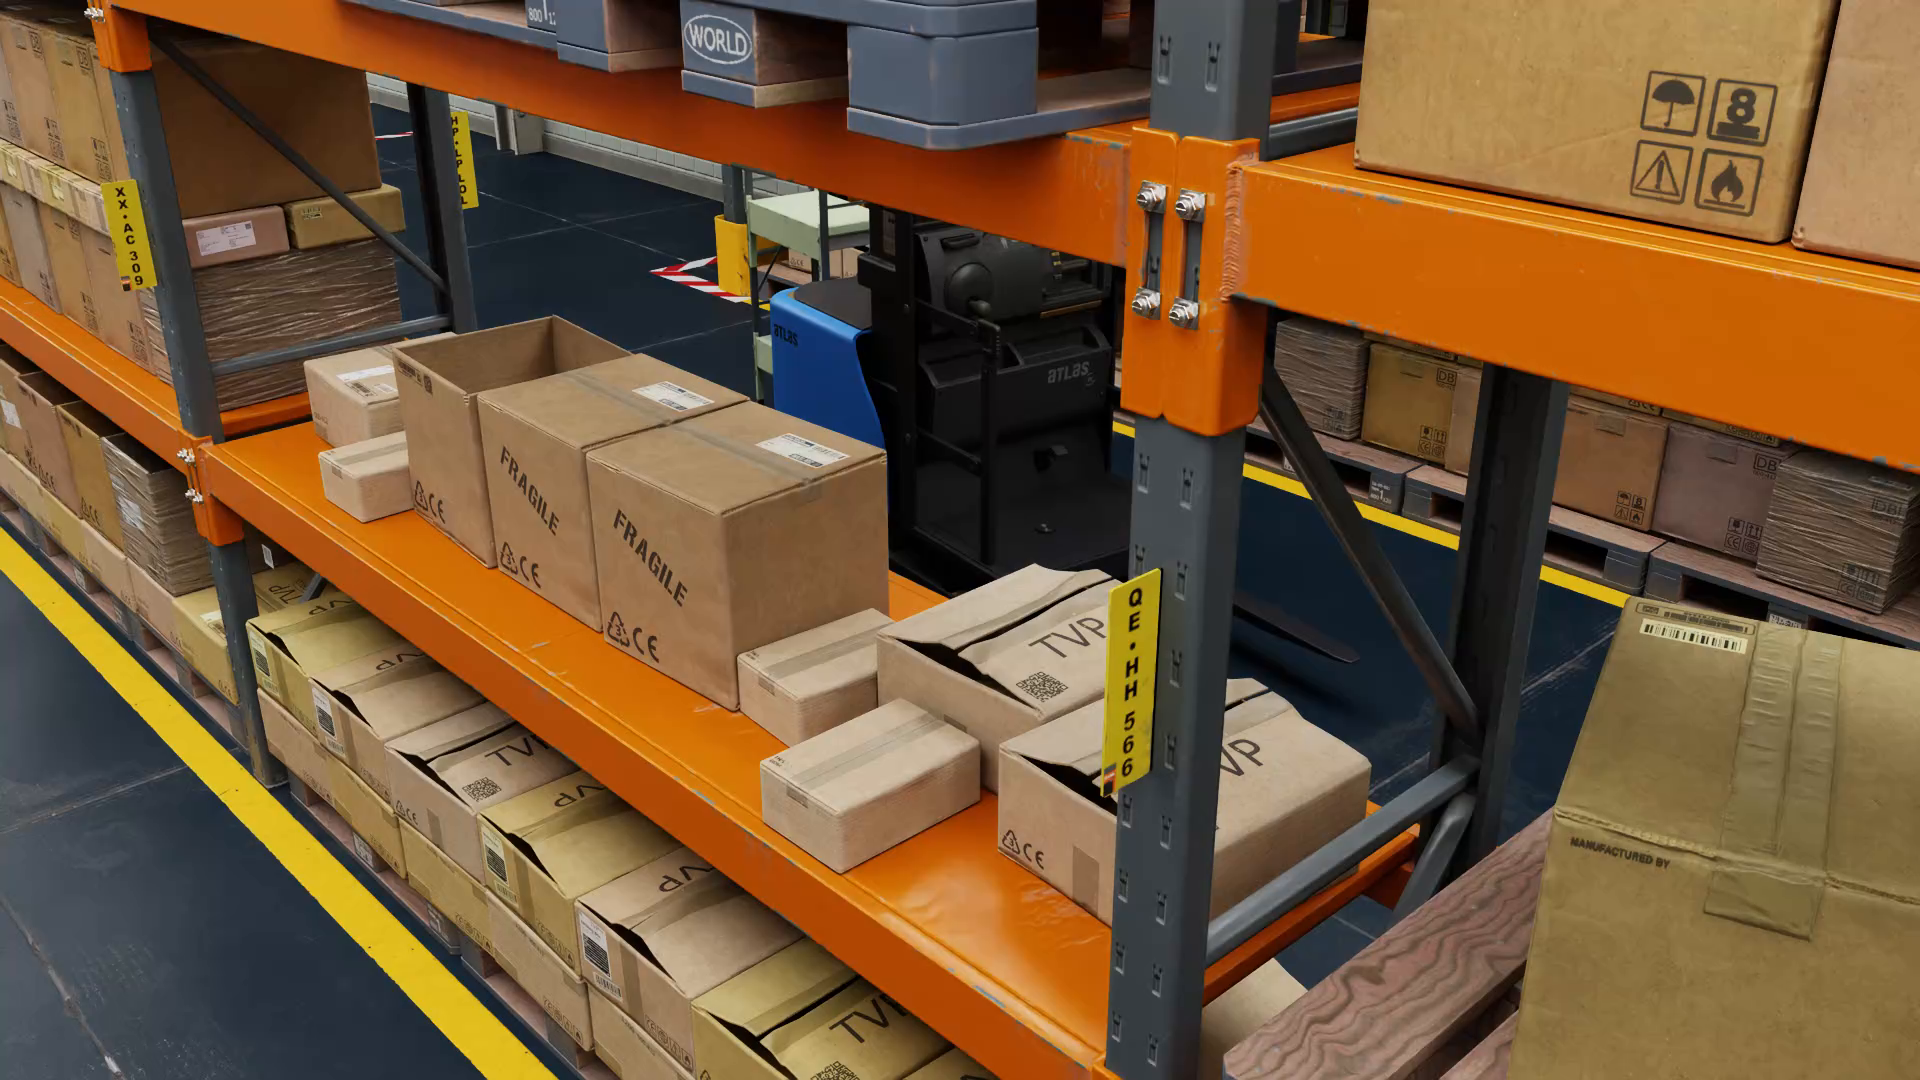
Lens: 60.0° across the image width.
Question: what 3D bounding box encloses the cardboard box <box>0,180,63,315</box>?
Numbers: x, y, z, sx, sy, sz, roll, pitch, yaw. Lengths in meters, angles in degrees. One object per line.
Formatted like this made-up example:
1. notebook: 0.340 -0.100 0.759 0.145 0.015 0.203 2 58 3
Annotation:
1. cardboard box: -3.460 -1.287 6.837 0.700 0.500 0.500 -20 31 -37

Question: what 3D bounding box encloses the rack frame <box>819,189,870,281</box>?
1. rack frame: -0.490 -1.010 8.158 0.400 1.500 0.023 -16 29 -32

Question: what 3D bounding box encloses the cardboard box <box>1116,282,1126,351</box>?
1. cardboard box: 0.779 -1.415 9.720 0.500 0.500 0.500 21 32 38

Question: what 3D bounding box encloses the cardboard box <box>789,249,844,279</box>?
1. cardboard box: -0.809 -2.003 11.236 0.500 0.311 0.500 19 31 36

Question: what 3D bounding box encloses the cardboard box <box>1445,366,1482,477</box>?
1. cardboard box: 2.742 -0.586 7.901 0.700 0.500 0.500 -21 32 -38

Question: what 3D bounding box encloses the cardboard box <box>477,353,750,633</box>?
1. cardboard box: -0.880 -0.140 4.322 0.500 0.500 0.500 -21 32 -38

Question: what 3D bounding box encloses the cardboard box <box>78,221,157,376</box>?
1. cardboard box: -2.769 -0.979 6.162 0.700 0.500 0.500 -22 32 -39

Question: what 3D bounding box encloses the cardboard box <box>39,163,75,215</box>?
1. cardboard box: -3.132 -1.314 6.114 0.380 0.149 0.250 -21 32 -39

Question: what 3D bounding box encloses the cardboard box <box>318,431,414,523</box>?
1. cardboard box: -1.639 -0.202 4.882 0.380 0.149 0.250 -21 32 -38

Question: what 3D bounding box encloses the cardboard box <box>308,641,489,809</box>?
1. cardboard box: -1.657 0.511 5.148 0.500 0.311 0.500 -22 32 -39

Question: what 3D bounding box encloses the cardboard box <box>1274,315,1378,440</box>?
1. cardboard box: 2.033 -0.894 8.577 0.700 0.500 0.500 -20 31 -37

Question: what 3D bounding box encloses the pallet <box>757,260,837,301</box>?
1. pallet: -0.635 -1.713 11.252 1.003 0.211 1.213 -21 32 -38

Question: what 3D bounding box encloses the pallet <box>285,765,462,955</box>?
1. pallet: -1.563 0.838 5.659 1.003 0.211 1.213 -21 32 -38

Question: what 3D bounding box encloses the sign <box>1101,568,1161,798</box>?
1. sign: 0.236 0.201 2.301 0.100 0.325 0.005 -21 32 -38

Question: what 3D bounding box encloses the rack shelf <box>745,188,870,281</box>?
1. rack shelf: -0.700 -1.490 8.268 0.431 0.370 0.720 -16 29 -32

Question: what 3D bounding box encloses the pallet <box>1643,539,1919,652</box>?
1. pallet: 3.719 0.194 7.071 1.003 0.211 1.213 -21 32 -38

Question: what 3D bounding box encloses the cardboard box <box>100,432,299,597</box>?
1. cardboard box: -2.905 -0.158 6.385 0.500 0.500 0.500 -21 32 -38

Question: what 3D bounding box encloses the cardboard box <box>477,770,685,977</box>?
1. cardboard box: -0.943 0.823 4.463 0.500 0.311 0.500 -20 31 -37

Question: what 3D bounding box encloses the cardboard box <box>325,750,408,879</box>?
1. cardboard box: -1.652 0.765 5.267 0.500 0.250 0.500 -20 31 -37

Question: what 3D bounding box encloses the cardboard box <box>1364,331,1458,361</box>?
1. cardboard box: 2.337 -1.103 8.131 0.500 0.250 0.500 -22 33 -39

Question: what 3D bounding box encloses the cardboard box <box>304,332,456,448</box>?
1. cardboard box: -1.727 -0.438 5.277 0.500 0.250 0.500 -19 31 -35

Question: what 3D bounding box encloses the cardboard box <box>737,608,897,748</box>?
1. cardboard box: -0.274 0.313 3.753 0.380 0.149 0.250 -18 30 -35

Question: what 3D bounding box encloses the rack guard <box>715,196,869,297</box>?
1. rack guard: -1.164 -2.101 11.753 1.175 0.500 0.348 -21 32 -38

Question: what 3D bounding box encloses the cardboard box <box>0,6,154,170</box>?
1. cardboard box: -3.091 -1.716 6.214 0.700 0.500 0.500 -21 32 -38

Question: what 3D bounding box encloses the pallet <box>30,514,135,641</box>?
1. pallet: -3.447 0.003 7.489 1.003 0.211 1.213 -21 32 -38

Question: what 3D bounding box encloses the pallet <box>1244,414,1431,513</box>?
1. pallet: 2.051 -0.545 8.691 1.003 0.211 1.213 -21 32 -38

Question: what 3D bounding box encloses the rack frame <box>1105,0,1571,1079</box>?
1. rack frame: 0.641 0.568 2.891 0.949 2.616 0.053 -21 32 -38

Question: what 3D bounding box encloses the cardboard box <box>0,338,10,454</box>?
1. cardboard box: -4.282 -0.760 7.704 0.500 0.500 0.500 -21 32 -38

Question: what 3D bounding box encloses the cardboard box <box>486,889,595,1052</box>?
1. cardboard box: -0.949 1.075 4.586 0.500 0.250 0.500 -20 32 -38

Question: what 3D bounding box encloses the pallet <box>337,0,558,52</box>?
1. pallet: -0.657 -1.228 3.442 1.003 0.211 1.213 -19 31 -36

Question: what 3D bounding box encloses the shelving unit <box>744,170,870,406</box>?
1. shelving unit: -0.700 -1.135 8.430 0.431 1.500 0.755 -16 29 -32

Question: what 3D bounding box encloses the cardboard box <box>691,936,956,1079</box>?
1. cardboard box: -0.259 1.129 3.792 0.500 0.311 0.500 -22 32 -39

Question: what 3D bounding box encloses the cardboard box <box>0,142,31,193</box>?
1. cardboard box: -3.488 -1.470 6.456 0.380 0.149 0.250 -20 31 -37

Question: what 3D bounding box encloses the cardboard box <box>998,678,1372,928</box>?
1. cardboard box: 0.422 0.487 3.176 0.500 0.311 0.500 -19 31 -35

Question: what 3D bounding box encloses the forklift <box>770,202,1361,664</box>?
1. forklift: 0.362 -1.120 6.673 1.130 2.935 3.031 -16 29 -32

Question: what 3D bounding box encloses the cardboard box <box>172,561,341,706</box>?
1. cardboard box: -2.572 0.338 6.201 0.500 0.250 0.500 -21 32 -38

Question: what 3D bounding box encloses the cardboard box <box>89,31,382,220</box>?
1. cardboard box: -2.403 -1.411 5.546 0.700 0.500 0.500 -21 32 -38

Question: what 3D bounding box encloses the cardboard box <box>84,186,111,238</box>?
1. cardboard box: -2.786 -1.159 5.775 0.380 0.149 0.250 -22 33 -40

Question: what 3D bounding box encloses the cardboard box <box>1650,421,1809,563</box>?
1. cardboard box: 3.455 -0.293 7.260 0.700 0.500 0.500 -21 32 -39

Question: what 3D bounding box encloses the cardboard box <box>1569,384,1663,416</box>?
1. cardboard box: 3.023 -0.790 7.445 0.500 0.250 0.500 -21 32 -39

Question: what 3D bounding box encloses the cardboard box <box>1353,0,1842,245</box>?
1. cardboard box: 0.961 -0.719 1.977 0.910 0.500 0.500 -21 32 -38

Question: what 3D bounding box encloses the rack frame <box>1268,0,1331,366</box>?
1. rack frame: 1.518 -2.049 8.628 1.000 3.000 0.127 -21 32 -38

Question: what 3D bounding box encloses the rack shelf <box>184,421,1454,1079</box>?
1. rack shelf: -0.728 0.290 4.367 1.077 0.370 4.000 -21 32 -38

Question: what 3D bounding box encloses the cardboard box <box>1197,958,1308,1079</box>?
1. cardboard box: 0.495 1.132 3.787 0.500 0.311 0.500 -20 31 -37

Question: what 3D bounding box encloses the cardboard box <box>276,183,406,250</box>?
1. cardboard box: -2.138 -1.120 5.689 0.380 0.149 0.250 -21 32 -39

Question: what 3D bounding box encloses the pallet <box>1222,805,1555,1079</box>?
1. pallet: 1.153 0.842 2.522 1.213 0.211 1.003 -21 32 -38

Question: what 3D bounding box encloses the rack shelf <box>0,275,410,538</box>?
1. rack shelf: -3.462 -0.922 7.023 1.077 0.370 4.000 -21 32 -38

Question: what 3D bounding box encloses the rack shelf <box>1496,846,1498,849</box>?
1. rack shelf: 2.006 1.502 1.710 1.077 0.370 4.000 -21 32 -38

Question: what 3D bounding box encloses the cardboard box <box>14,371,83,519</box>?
1. cardboard box: -3.602 -0.455 7.037 0.500 0.500 0.500 -21 32 -38

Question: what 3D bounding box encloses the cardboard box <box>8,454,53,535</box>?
1. cardboard box: -3.939 -0.267 7.529 0.500 0.250 0.500 -21 32 -38

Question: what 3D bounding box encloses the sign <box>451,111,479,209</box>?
1. sign: -1.706 -1.291 5.665 0.100 0.325 0.005 -21 32 -38

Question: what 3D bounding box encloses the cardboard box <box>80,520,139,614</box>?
1. cardboard box: -3.259 0.037 6.862 0.500 0.250 0.500 -21 32 -38
